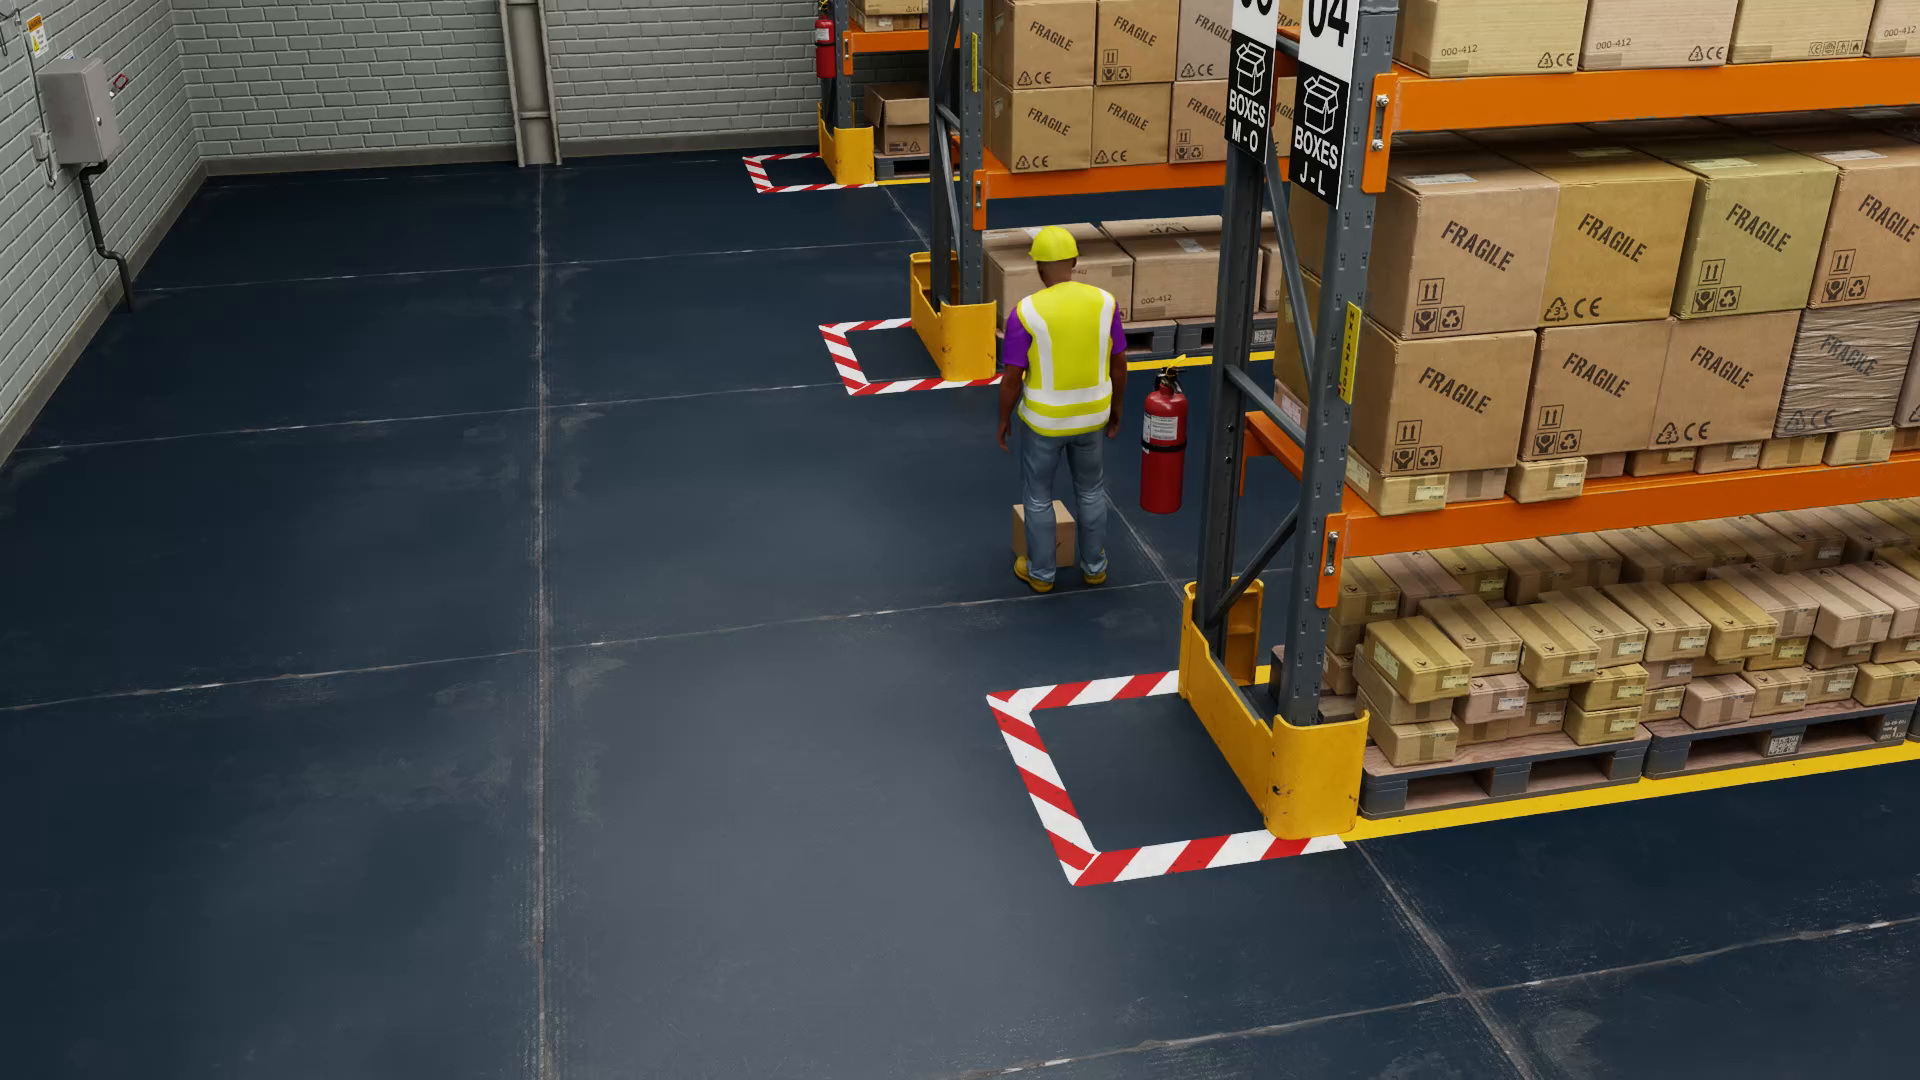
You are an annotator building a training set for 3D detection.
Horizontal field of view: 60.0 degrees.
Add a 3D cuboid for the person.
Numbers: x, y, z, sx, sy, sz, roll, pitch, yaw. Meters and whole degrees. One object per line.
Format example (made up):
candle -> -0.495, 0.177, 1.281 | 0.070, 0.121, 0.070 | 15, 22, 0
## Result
person -> 0.470, -0.595, 7.786 | 0.632, 1.759, 0.461 | -8, 28, -15
